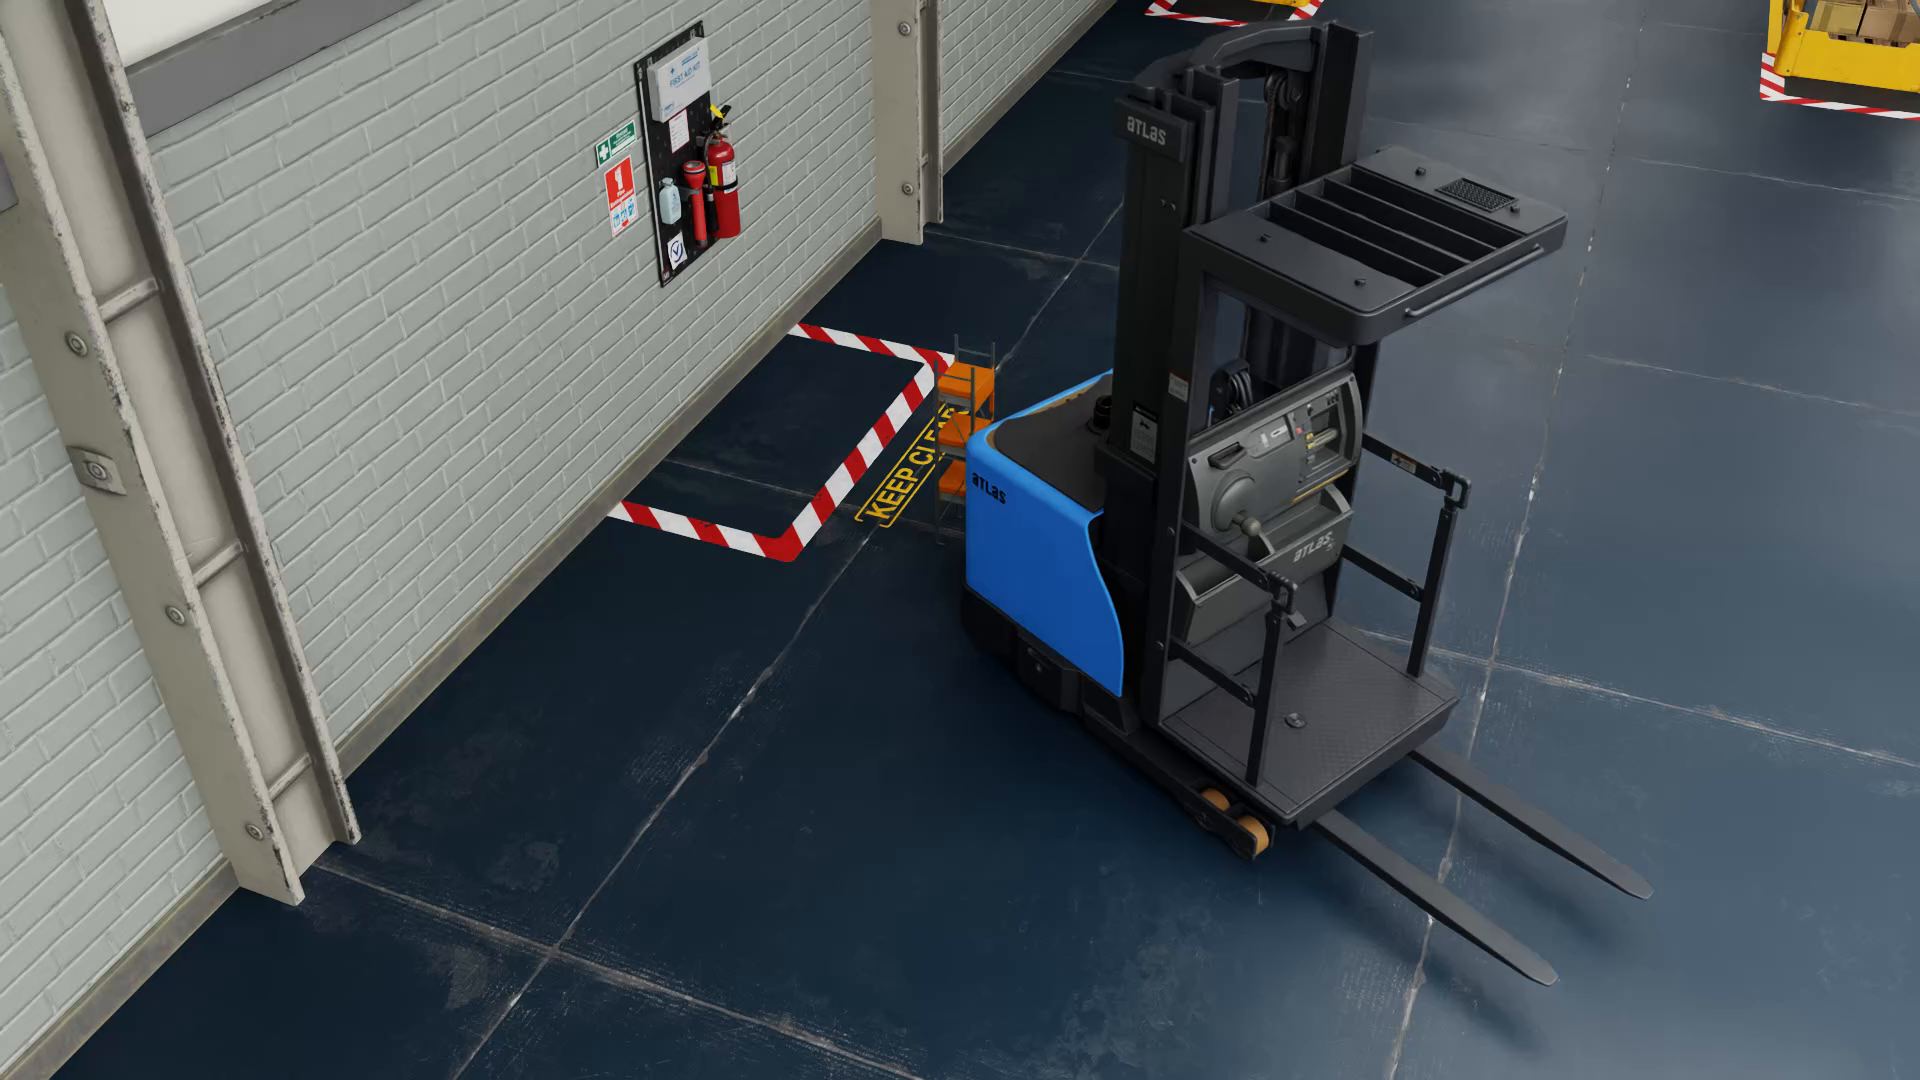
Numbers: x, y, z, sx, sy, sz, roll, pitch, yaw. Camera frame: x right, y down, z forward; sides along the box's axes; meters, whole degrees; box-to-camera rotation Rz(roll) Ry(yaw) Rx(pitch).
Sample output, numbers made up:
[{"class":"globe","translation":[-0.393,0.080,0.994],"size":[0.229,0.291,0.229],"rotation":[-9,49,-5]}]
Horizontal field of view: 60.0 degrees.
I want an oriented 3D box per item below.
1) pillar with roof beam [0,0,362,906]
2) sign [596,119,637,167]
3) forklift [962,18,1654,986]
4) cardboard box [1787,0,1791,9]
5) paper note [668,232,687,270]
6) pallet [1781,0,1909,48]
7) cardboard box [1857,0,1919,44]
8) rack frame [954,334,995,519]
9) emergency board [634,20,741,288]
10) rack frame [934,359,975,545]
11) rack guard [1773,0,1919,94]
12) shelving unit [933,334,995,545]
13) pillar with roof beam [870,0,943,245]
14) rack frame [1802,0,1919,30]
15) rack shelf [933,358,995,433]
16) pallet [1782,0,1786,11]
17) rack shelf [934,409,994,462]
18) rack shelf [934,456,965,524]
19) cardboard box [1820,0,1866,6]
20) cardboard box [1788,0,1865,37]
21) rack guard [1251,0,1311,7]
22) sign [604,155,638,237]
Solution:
[{"class":"pillar with roof beam","translation":[1.370,-1.364,2.559],"size":[9.100,9.000,0.400],"rotation":[14,39,18]},{"class":"sign","translation":[-1.599,-1.849,7.746],"size":[0.001,0.109,0.331],"rotation":[14,39,18]},{"class":"forklift","translation":[1.338,-0.263,6.154],"size":[1.130,2.935,3.031],"rotation":[-27,44,-31]},{"class":"cardboard box","translation":[7.181,-4.586,13.826],"size":[0.500,0.250,0.500],"rotation":[14,39,18]},{"class":"paper note","translation":[-1.435,-1.469,8.446],"size":[0.016,0.148,0.142],"rotation":[14,39,18]},{"class":"pallet","translation":[7.324,-4.191,13.681],"size":[1.003,0.211,1.213],"rotation":[14,39,18]},{"class":"cardboard box","translation":[7.481,-4.188,13.294],"size":[0.500,0.250,0.500],"rotation":[14,39,18]},{"class":"rack frame","translation":[0.067,-0.518,8.066],"size":[0.200,1.050,0.008],"rotation":[14,39,18]},{"class":"emergency board","translation":[-1.303,-1.904,8.293],"size":[0.194,1.169,0.643],"rotation":[14,39,18]},{"class":"rack frame","translation":[-0.026,-0.383,7.885],"size":[0.200,1.050,0.008],"rotation":[14,39,18]},{"class":"rack guard","translation":[7.062,-3.860,12.997],"size":[1.175,0.500,0.348],"rotation":[14,39,18]},{"class":"shelving unit","translation":[0.020,-0.450,7.975],"size":[0.215,1.050,0.252],"rotation":[14,39,18]},{"class":"pillar with roof beam","translation":[3.653,-4.686,7.003],"size":[9.100,9.000,0.400],"rotation":[14,39,18]},{"class":"rack frame","translation":[7.071,-4.875,12.267],"size":[1.000,3.000,0.127],"rotation":[14,39,18]},{"class":"rack shelf","translation":[0.020,-0.669,7.812],"size":[0.215,0.259,0.240],"rotation":[14,39,18]},{"class":"pallet","translation":[7.789,-4.864,14.581],"size":[1.003,0.211,1.213],"rotation":[14,39,18]},{"class":"rack shelf","translation":[0.020,-0.442,7.982],"size":[0.215,0.259,0.240],"rotation":[14,39,18]},{"class":"rack shelf","translation":[0.020,-0.219,8.148],"size":[0.215,0.259,0.240],"rotation":[14,39,18]},{"class":"cardboard box","translation":[7.000,-4.607,13.228],"size":[0.500,0.500,0.500],"rotation":[14,39,18]},{"class":"cardboard box","translation":[7.002,-4.306,13.451],"size":[0.500,0.250,0.500],"rotation":[14,39,18]},{"class":"rack guard","translation":[2.518,-5.042,14.578],"size":[1.175,0.500,0.348],"rotation":[14,39,18]},{"class":"sign","translation":[-1.609,-1.636,7.904],"size":[0.001,0.329,0.234],"rotation":[14,39,18]}]
